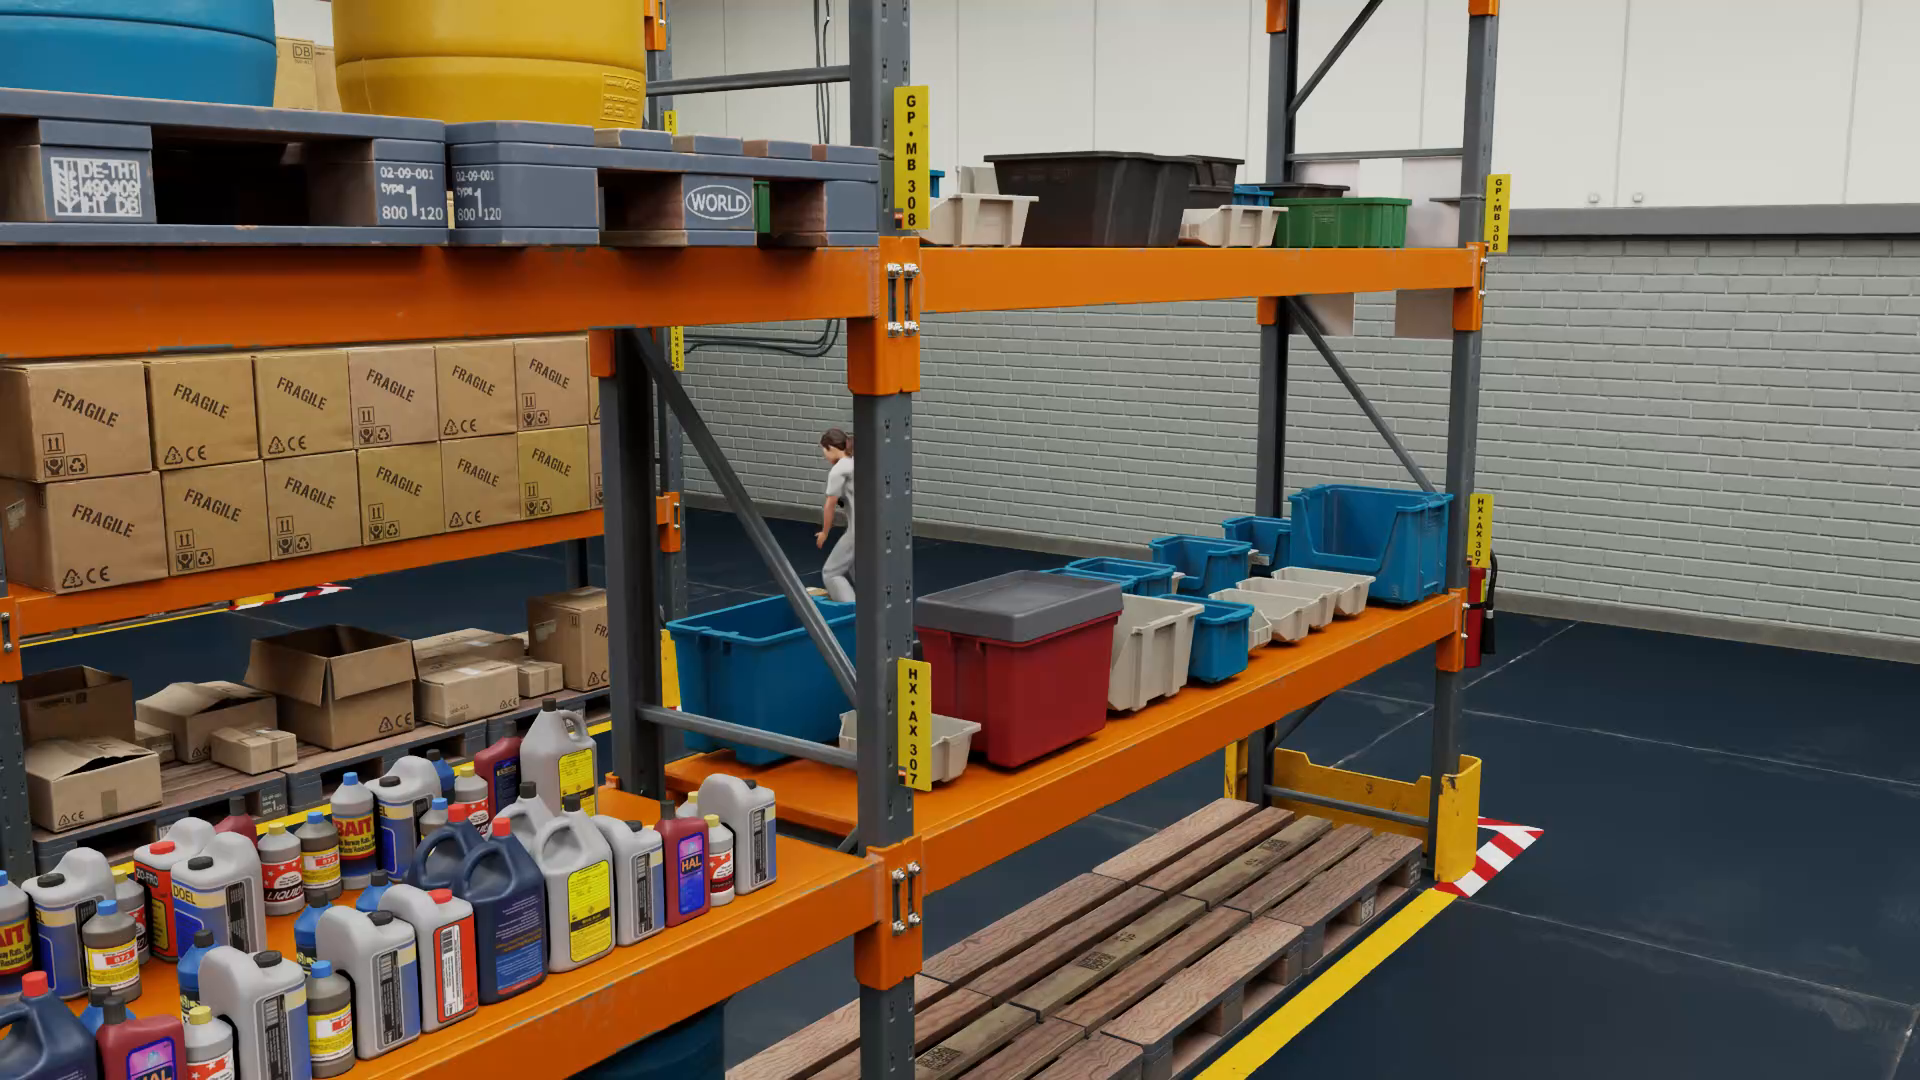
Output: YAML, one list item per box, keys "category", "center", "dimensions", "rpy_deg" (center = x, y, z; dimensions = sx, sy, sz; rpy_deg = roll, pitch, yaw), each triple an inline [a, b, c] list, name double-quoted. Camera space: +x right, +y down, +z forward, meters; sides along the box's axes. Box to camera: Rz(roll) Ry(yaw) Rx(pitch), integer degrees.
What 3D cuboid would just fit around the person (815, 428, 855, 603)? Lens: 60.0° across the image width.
- category: "person"
  center: [-0.794, 0.035, 12.242]
  dimensions: [0.532, 1.326, 0.483]
  rpy_deg: [7, 12, 36]
